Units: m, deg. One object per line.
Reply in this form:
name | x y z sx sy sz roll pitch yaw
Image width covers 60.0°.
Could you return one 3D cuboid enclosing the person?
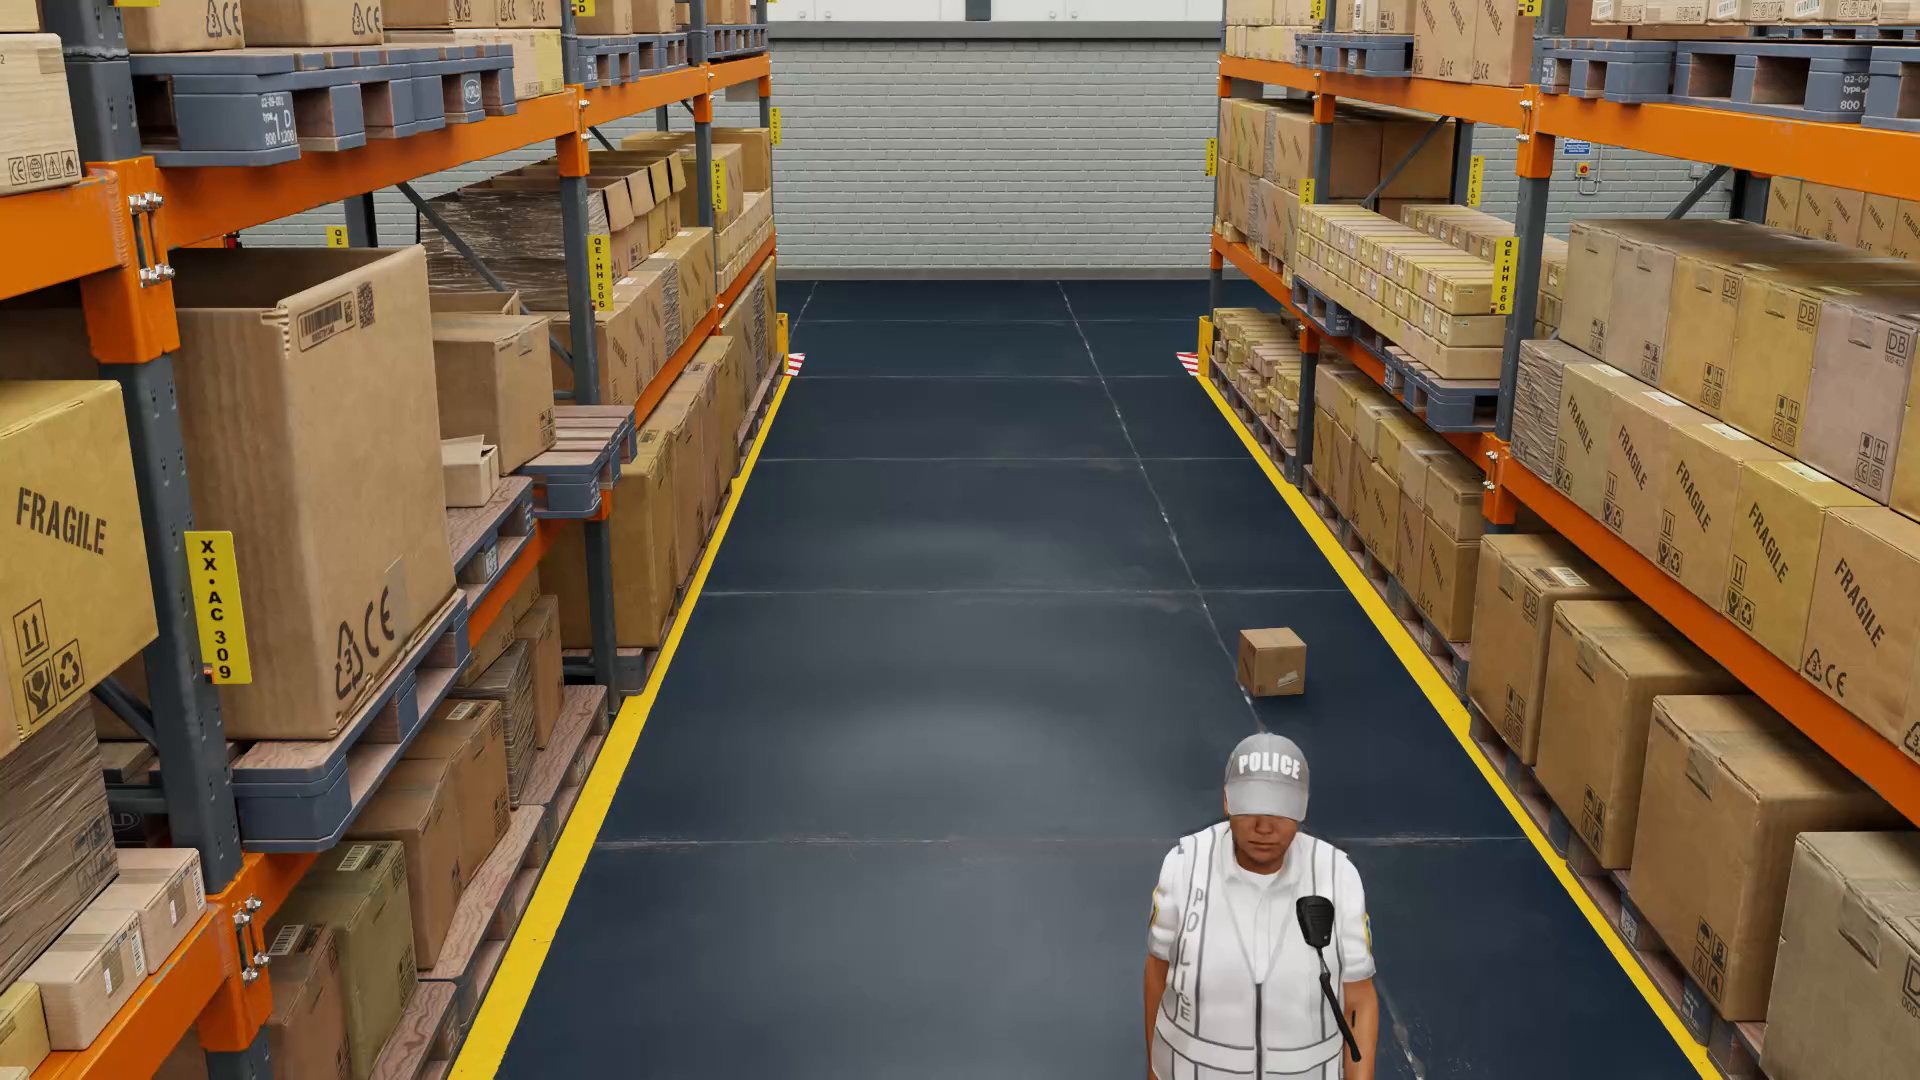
person | 0.637 1.245 3.553 0.488 1.694 0.726 1 17 4
